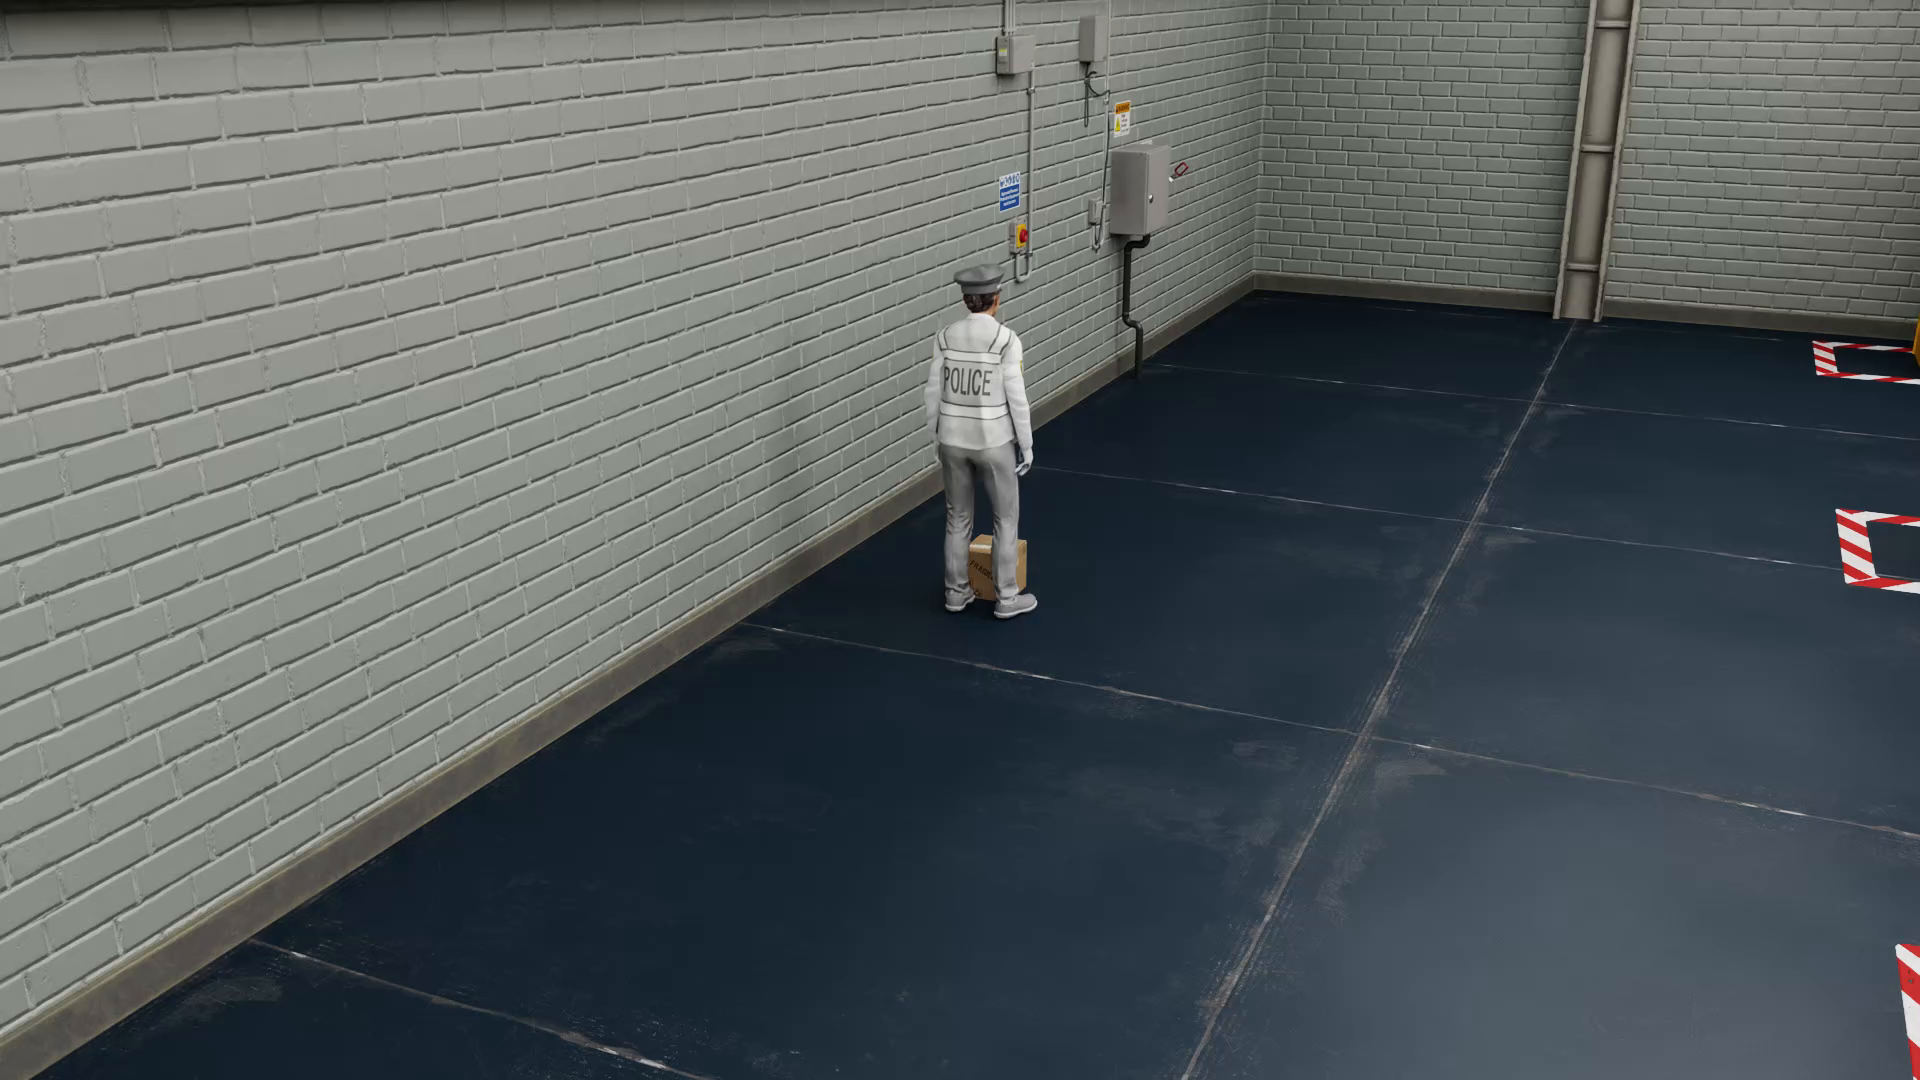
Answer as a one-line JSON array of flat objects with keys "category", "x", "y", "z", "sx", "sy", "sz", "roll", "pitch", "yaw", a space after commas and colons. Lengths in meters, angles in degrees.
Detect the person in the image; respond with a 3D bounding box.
[{"category": "person", "x": 0.092, "y": -0.452, "z": 7.861, "sx": 0.530, "sy": 1.663, "sz": 0.377, "roll": 8, "pitch": 21, "yaw": 22}]
